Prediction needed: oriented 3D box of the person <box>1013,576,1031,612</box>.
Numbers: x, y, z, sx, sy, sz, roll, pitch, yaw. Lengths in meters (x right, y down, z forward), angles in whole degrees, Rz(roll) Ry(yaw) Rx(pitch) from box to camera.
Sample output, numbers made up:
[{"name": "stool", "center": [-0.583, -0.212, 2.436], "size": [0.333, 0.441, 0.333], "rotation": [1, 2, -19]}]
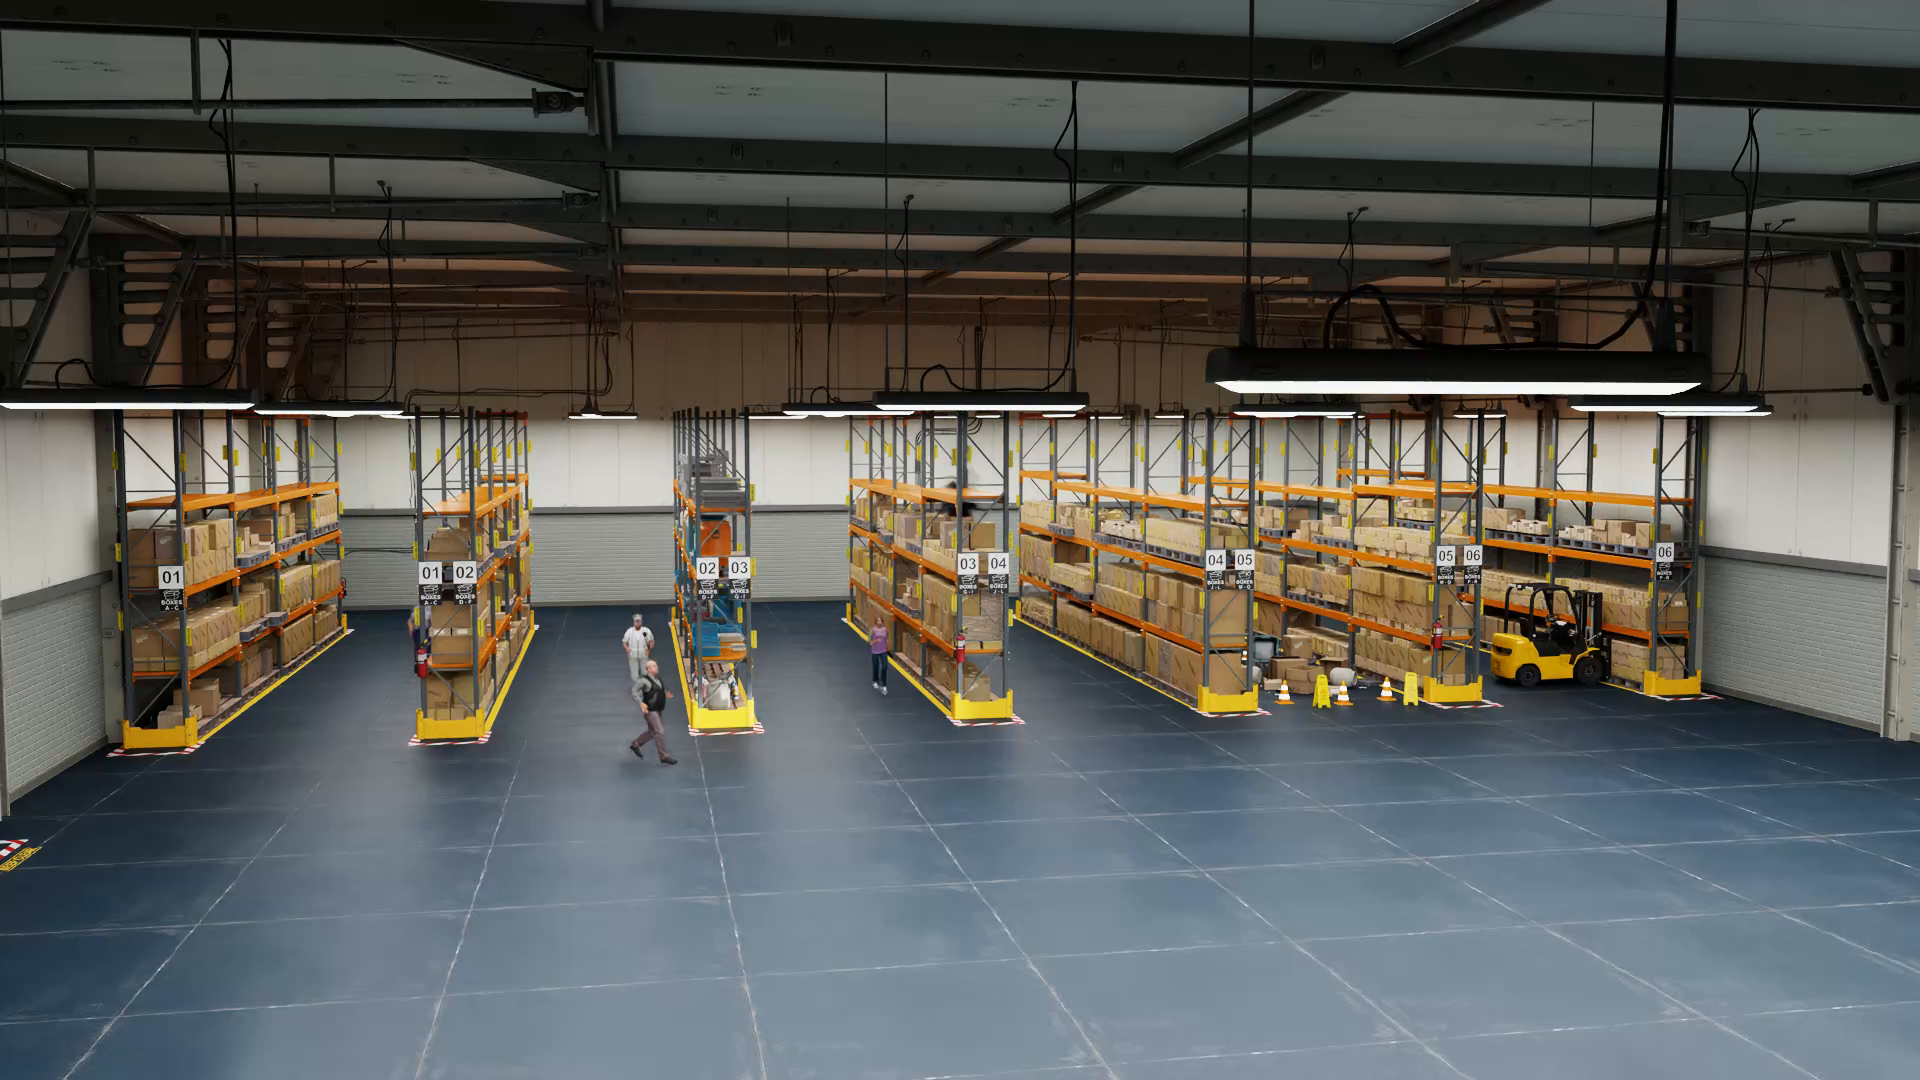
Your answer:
[{"name": "person", "center": [1.980, 1.325, 49.896], "size": [0.856, 1.729, 0.731], "rotation": [0, 4, 2]}]

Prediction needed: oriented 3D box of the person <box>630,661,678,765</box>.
[{"name": "person", "center": [-5.134, 2.862, 27.770], "size": [0.966, 1.703, 0.670], "rotation": [1, 4, 19]}]

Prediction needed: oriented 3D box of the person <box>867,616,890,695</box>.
[{"name": "person", "center": [-1.710, 2.409, 35.125], "size": [0.520, 1.635, 0.706], "rotation": [-1, 4, -13]}]

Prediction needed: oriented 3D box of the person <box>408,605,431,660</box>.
[{"name": "person", "center": [-12.436, 2.195, 38.466], "size": [0.613, 1.606, 0.547], "rotation": [-1, 4, -18]}]

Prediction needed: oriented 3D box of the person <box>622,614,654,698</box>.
[{"name": "person", "center": [-6.684, 2.398, 34.539], "size": [0.660, 1.732, 0.626], "rotation": [-1, 4, -11]}]
